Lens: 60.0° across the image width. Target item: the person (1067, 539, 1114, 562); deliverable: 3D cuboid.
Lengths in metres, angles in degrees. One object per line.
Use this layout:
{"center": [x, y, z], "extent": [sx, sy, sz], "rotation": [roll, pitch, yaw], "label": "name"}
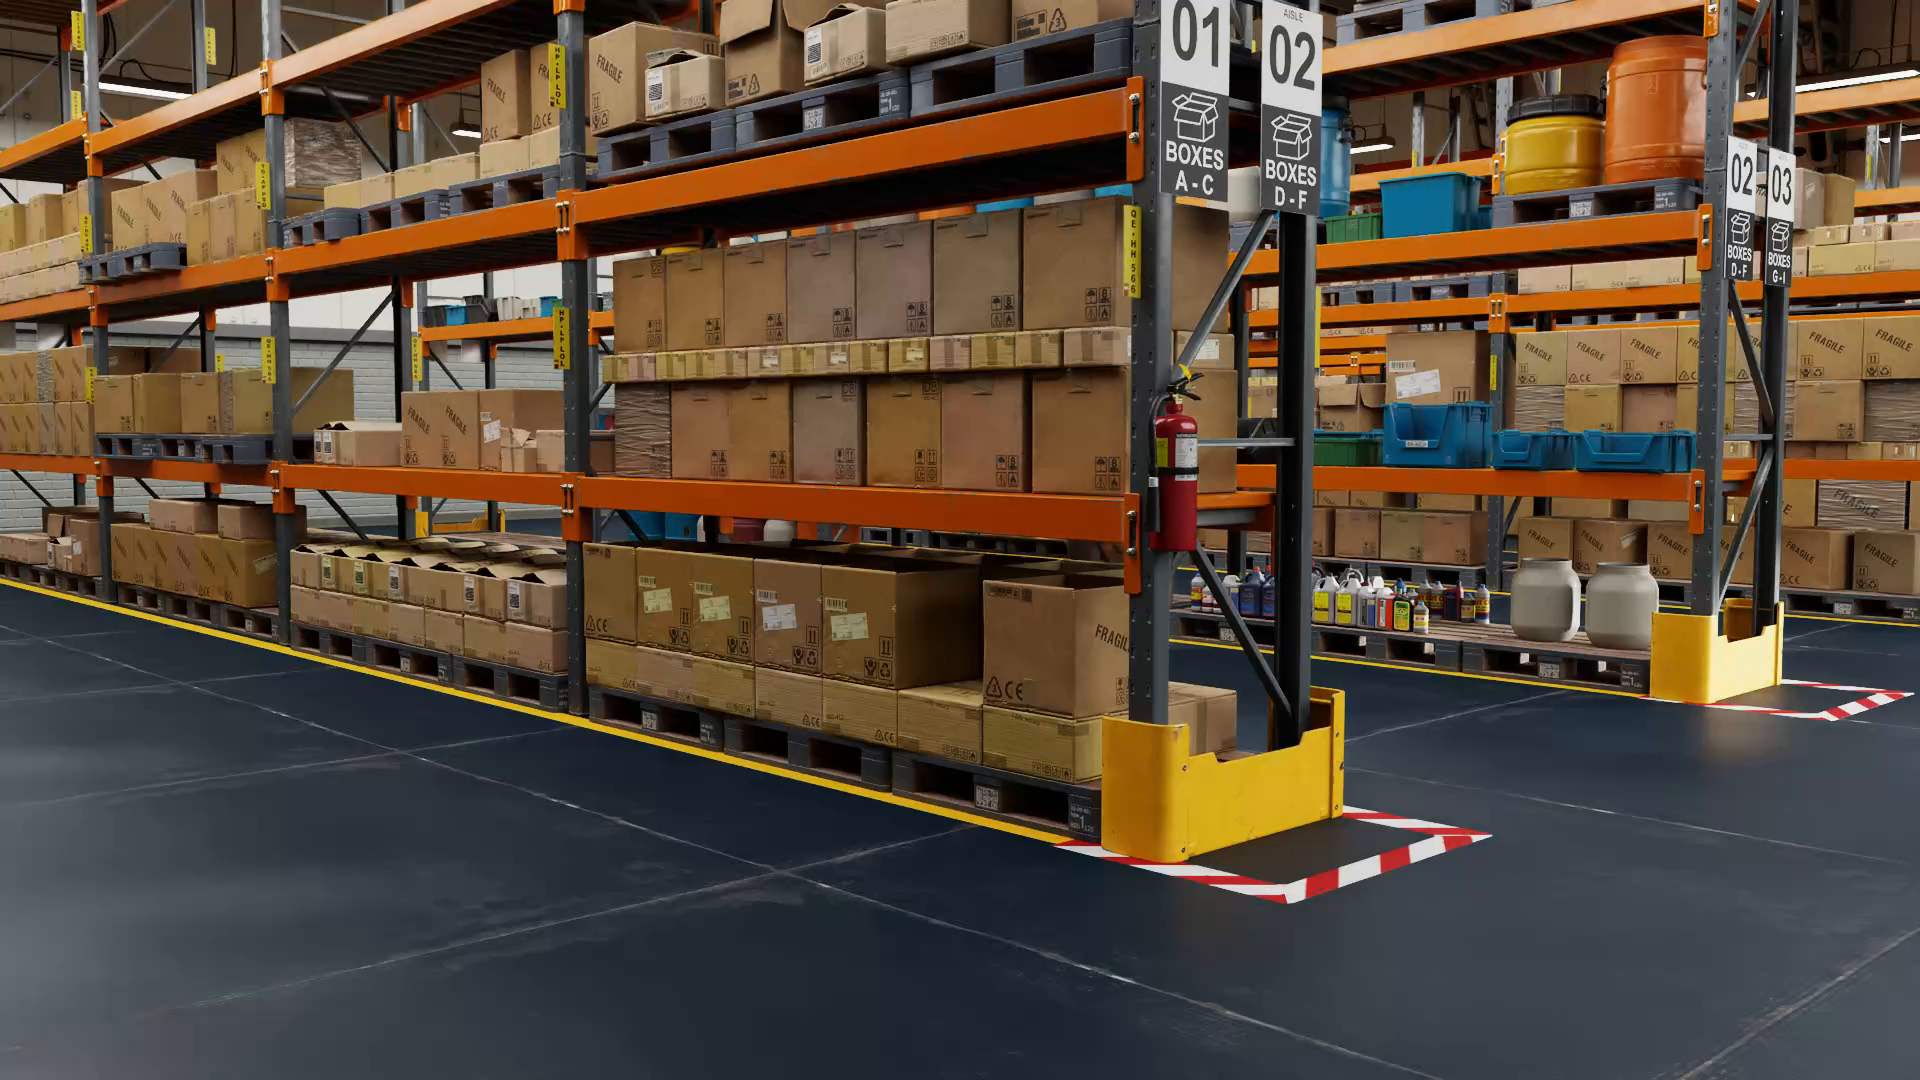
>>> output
{"center": [0.894, -0.004, 10.458], "extent": [0.546, 1.728, 0.470], "rotation": [-4, 5, -45], "label": "person"}
